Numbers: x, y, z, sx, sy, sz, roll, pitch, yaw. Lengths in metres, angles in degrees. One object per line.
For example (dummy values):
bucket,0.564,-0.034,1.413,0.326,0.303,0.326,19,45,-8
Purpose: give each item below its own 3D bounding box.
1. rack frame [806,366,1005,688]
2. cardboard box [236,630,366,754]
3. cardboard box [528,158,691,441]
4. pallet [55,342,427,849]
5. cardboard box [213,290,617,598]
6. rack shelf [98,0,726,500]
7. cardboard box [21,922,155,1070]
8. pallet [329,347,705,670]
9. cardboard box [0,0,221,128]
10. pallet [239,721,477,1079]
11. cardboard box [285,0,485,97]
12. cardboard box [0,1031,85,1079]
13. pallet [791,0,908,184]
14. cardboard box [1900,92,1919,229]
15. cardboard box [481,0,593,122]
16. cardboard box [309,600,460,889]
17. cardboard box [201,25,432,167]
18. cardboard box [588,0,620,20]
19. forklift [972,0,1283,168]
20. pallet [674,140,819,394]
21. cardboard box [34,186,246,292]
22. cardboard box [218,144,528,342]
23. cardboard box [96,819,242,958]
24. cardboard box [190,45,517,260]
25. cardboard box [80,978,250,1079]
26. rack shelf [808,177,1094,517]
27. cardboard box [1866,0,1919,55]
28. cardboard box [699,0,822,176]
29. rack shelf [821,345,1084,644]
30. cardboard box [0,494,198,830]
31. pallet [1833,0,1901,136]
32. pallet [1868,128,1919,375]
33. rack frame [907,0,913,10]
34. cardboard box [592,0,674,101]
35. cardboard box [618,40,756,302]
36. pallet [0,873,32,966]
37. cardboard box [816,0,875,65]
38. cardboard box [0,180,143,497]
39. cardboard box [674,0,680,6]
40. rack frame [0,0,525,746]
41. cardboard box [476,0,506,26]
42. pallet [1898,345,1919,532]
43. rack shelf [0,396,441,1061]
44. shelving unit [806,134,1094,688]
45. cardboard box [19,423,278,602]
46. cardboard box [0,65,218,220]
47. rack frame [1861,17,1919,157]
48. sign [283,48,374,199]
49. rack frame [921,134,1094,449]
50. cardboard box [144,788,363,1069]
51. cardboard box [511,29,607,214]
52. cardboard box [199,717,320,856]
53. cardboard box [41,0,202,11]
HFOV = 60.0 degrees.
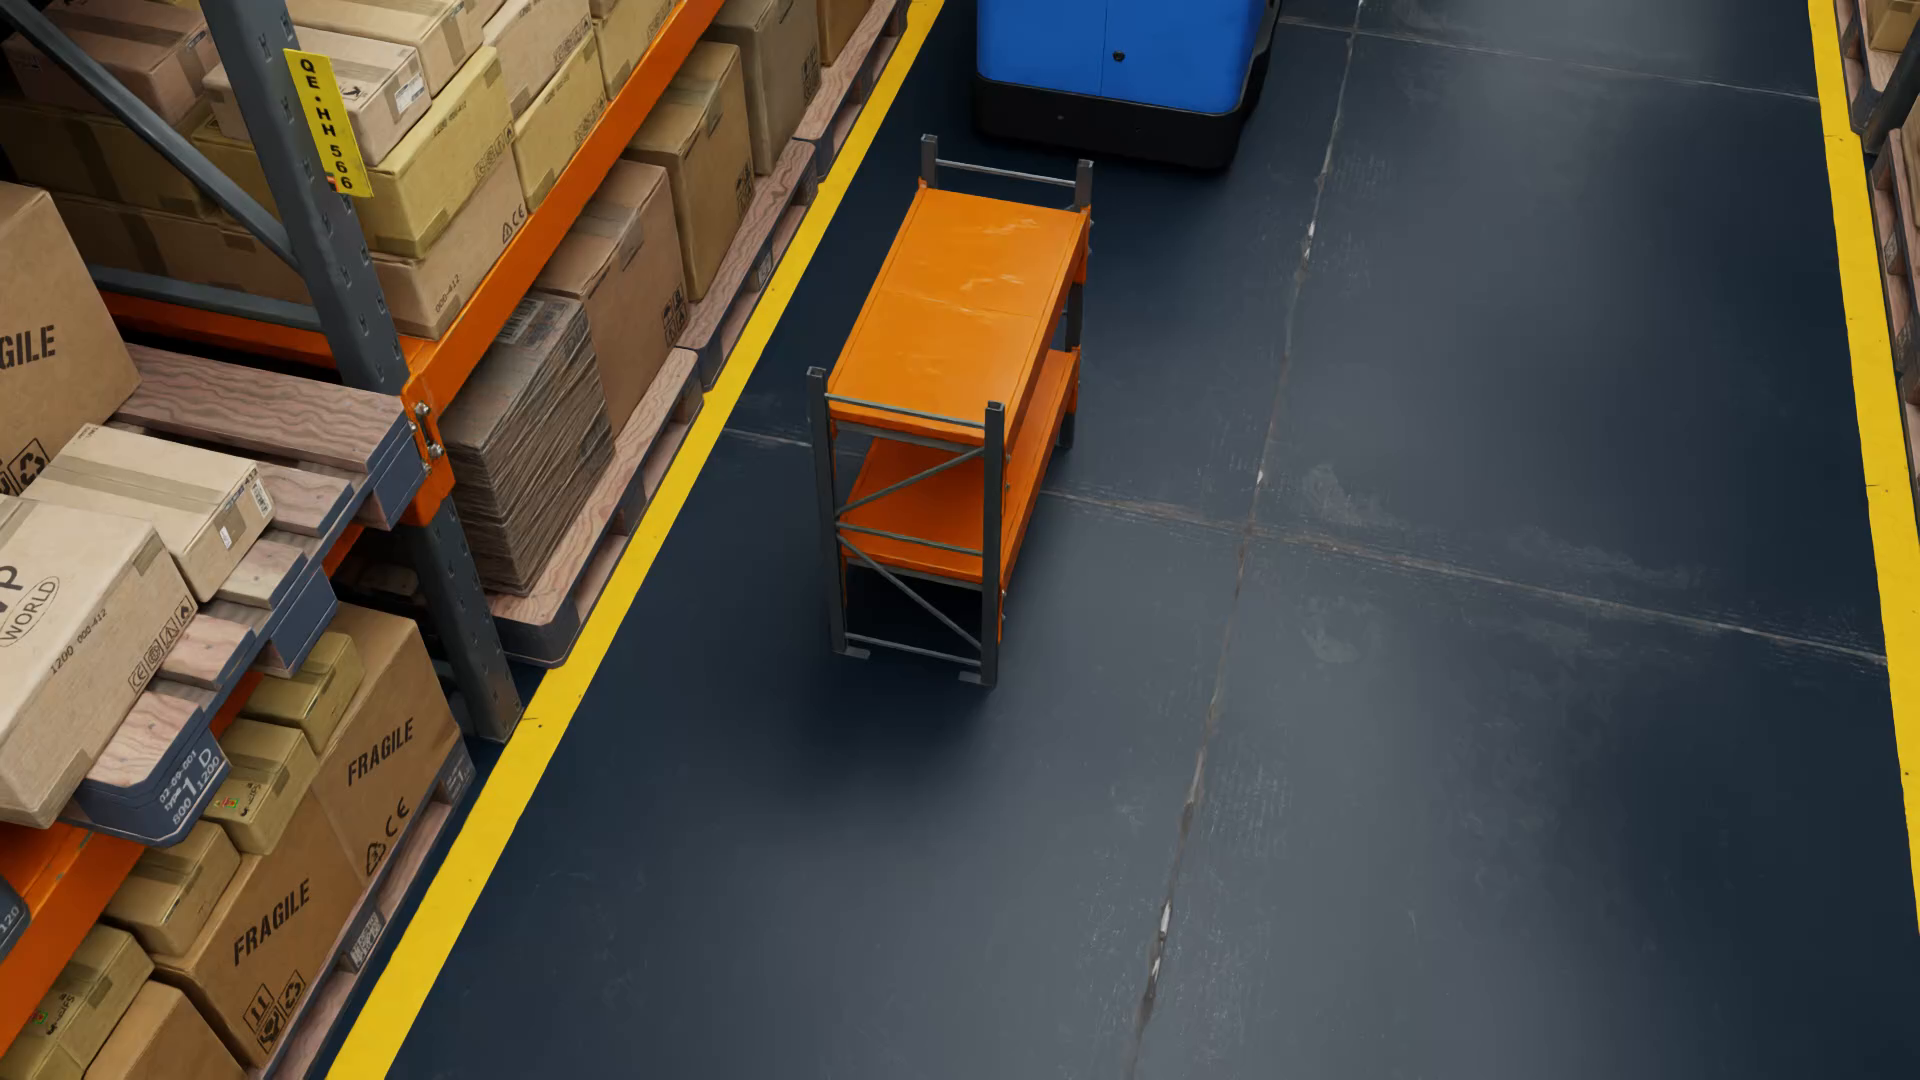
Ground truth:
rack frame,-0.136,0.000,4.499,0.500,1.125,0.032,12,50,10
cardboard box,-1.643,0.330,3.913,0.380,0.149,0.250,9,49,8
cardboard box,-1.416,-0.827,5.283,0.875,0.625,0.625,13,50,11
pallet,-1.868,0.017,3.363,1.213,0.211,1.003,12,50,10
cardboard box,-1.580,-0.352,4.864,0.875,0.625,0.625,13,50,11
rack shelf,-1.231,-1.759,5.282,1.077,0.370,4.000,12,50,10
cardboard box,-1.910,0.897,3.412,0.380,0.149,0.250,13,50,11
pallet,-1.503,-0.216,5.300,1.003,0.211,1.213,12,50,10
cardboard box,-1.867,-1.074,3.698,0.380,0.149,0.250,13,50,11
pallet,-1.990,0.904,4.311,1.003,0.211,1.213,12,50,10
cardboard box,-1.320,-1.164,3.778,0.380,0.149,0.250,13,50,11
cardboard box,-1.975,1.078,3.253,0.380,0.149,0.250,11,49,9
pallet,-0.861,-1.981,6.857,1.003,0.211,1.213,12,50,10
cardboard box,3.949,-1.357,5.919,0.950,0.372,0.625,12,50,11
cardboard box,-1.272,-1.301,4.164,0.500,0.250,0.500,13,50,11
cardboard box,-1.661,0.486,4.208,0.500,0.500,0.500,13,50,11
cardboard box,-1.389,-0.971,3.607,0.380,0.149,0.250,13,50,11
cardboard box,-1.117,-1.676,4.495,0.500,0.250,0.500,10,49,9
forklift,0.927,-3.536,6.416,1.130,2.935,3.031,11,50,10
pallet,-1.180,-1.096,6.076,1.003,0.211,1.213,12,50,10
cardboard box,-1.886,-0.877,4.123,0.500,0.250,0.500,11,49,9
cardboard box,-1.405,-0.774,4.032,0.500,0.250,0.500,12,50,10
cardboard box,-1.797,0.715,3.573,0.380,0.149,0.250,10,49,9
cardboard box,-1.381,-0.934,3.841,0.500,0.250,0.500,12,50,10
cardboard box,-1.938,1.225,3.556,0.500,0.500,0.500,14,50,12
rack shelf,-0.002,-0.561,4.605,0.538,0.278,1.000,12,50,10
cardboard box,3.981,-2.177,6.725,0.500,0.250,0.500,14,50,12
cardboard box,-1.043,-1.858,6.193,0.875,0.625,0.625,11,50,10
rack shelf,-0.002,-0.206,5.007,0.538,0.278,1.000,12,50,10
cardboard box,-1.723,0.187,2.904,0.500,0.250,0.500,9,49,8
pallet,4.228,-2.037,6.907,1.003,0.211,1.213,12,50,10
pallet,3.881,-0.981,5.975,1.003,0.211,1.213,12,50,10
rack frame,-0.705,-3.444,6.289,1.000,3.000,0.127,12,50,10
cardboard box,-1.139,-1.511,4.683,0.500,0.250,0.500,10,49,9
cardboard box,-1.239,-1.314,5.713,0.875,0.625,0.625,10,49,8
pallet,-2.265,0.920,2.565,1.003,0.211,1.213,12,50,10
cardboard box,-0.831,-2.418,6.687,0.875,0.625,0.625,14,50,12
cardboard box,-2.044,-0.381,3.239,0.500,0.500,0.500,14,50,12
cardboard box,-1.001,-1.886,5.014,0.500,0.250,0.500,13,50,11
rack frame,-1.757,-0.551,3.736,1.000,3.000,0.127,12,50,10
cardboard box,-1.278,-1.355,3.946,0.380,0.149,0.250,13,50,11
pallet,3.562,-0.096,5.194,1.003,0.211,1.213,12,50,10
rack shelf,-2.284,1.134,2.728,1.077,0.370,4.000,12,50,10
shelving unit,-0.002,-0.367,4.824,0.538,1.125,1.048,12,50,10
cardboard box,-1.560,-0.056,3.186,0.380,0.149,0.250,12,50,11
cardboard box,-1.907,-1.046,3.939,0.500,0.250,0.500,13,50,11
rack frame,4.085,-2.467,5.427,1.000,3.000,0.127,12,50,10
sign,-1.231,-0.808,3.243,0.100,0.325,0.005,12,50,10
rack frame,0.132,-0.735,5.148,0.500,1.125,0.032,12,50,10
cardboard box,-1.803,0.846,3.890,0.500,0.500,0.500,11,49,9
cardboard box,-1.268,-1.137,4.353,0.500,0.250,0.500,11,49,9
cardboard box,-1.685,0.533,3.733,0.380,0.149,0.250,9,49,8
cardboard box,-1.906,-1.285,3.884,0.380,0.149,0.250,13,50,11
